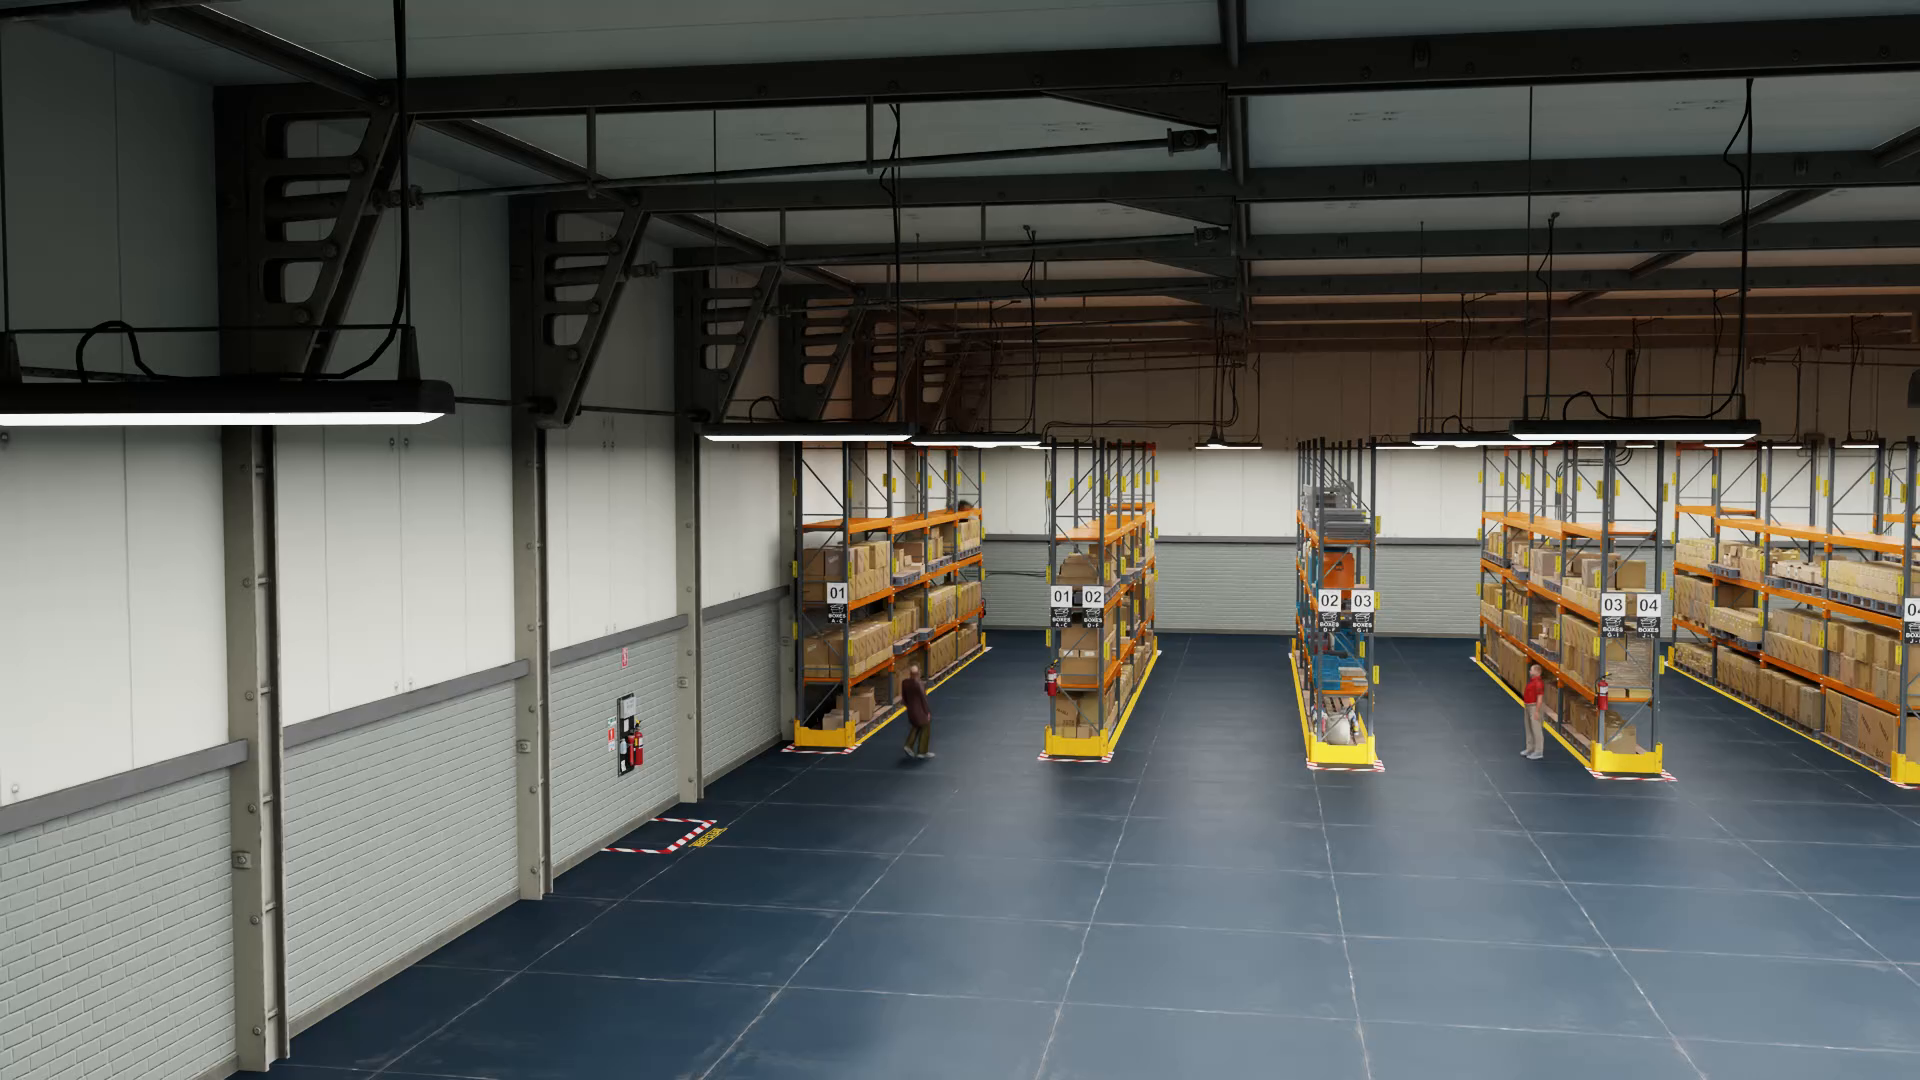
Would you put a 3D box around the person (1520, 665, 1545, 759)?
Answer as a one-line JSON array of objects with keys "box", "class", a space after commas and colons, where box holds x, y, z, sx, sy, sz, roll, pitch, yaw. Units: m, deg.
[{"box": [10.754, 3.200, 31.187, 0.378, 1.734, 0.574, 0, 3, -3], "class": "person"}]

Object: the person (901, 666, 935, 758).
[{"box": [-0.786, 3.226, 31.185, 0.563, 1.785, 0.650, -3, 4, -43], "class": "person"}]
